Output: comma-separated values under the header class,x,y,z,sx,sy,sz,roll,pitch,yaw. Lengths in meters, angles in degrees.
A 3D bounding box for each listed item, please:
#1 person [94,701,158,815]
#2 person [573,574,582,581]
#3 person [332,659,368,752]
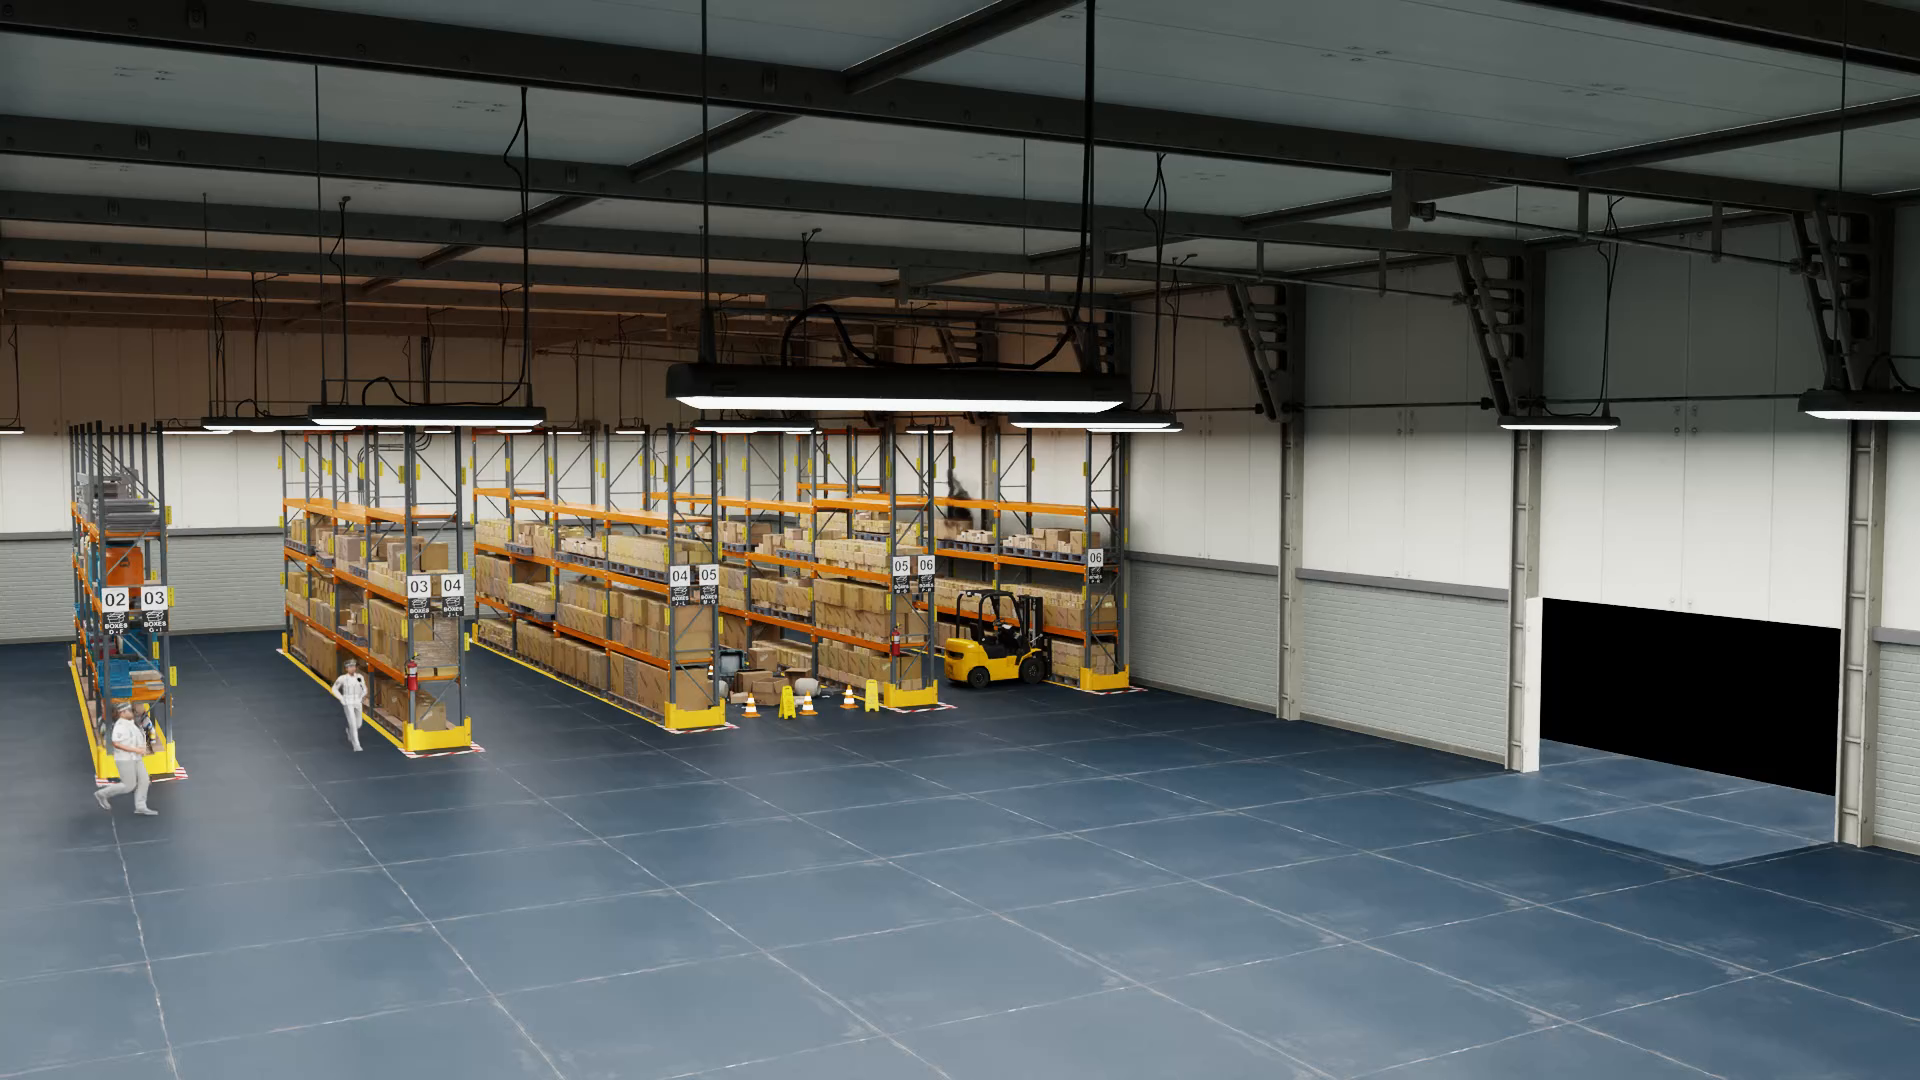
class,x,y,z,sx,sy,sz,roll,pitch,yaw
person,-12.593,3.302,25.101,0.849,1.764,0.670,-1,4,-8
person,-11.332,1.847,49.481,0.669,1.681,0.613,-1,4,-16
person,-11.114,2.996,30.366,0.620,1.662,0.800,-3,4,-37
